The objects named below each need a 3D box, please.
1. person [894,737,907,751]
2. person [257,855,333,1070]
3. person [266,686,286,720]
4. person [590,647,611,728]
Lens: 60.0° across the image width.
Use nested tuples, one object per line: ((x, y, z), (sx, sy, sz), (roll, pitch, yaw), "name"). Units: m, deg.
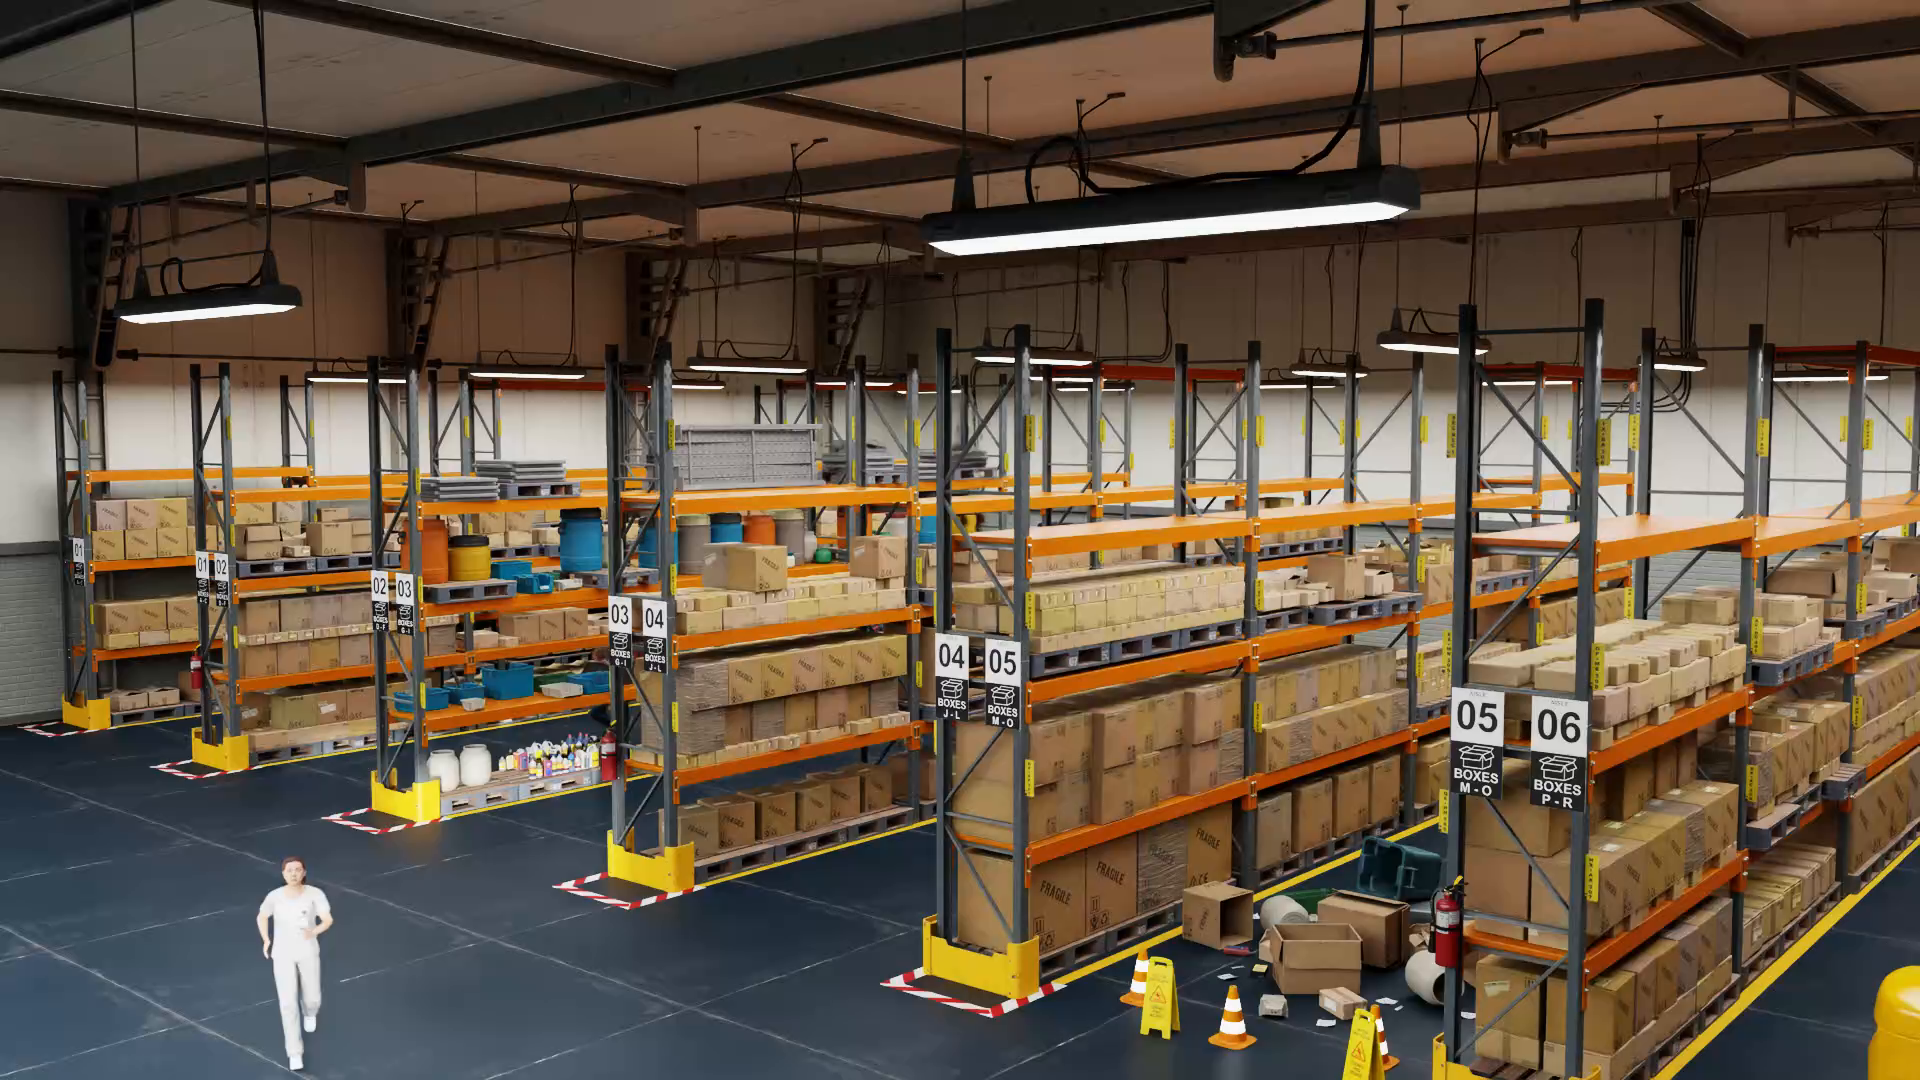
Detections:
((-0.701, 2.552, 24.305), (0.668, 1.728, 0.639), (3, 5, 35), "person")
((-5.389, 3.367, 13.486), (0.577, 1.640, 0.859), (-2, 4, -20), "person")
((-11.193, 2.342, 27.290), (0.635, 1.766, 1.074), (3, 5, 35), "person")
((-5.682, 2.482, 26.376), (0.702, 1.556, 0.565), (-4, 6, -43), "person")
